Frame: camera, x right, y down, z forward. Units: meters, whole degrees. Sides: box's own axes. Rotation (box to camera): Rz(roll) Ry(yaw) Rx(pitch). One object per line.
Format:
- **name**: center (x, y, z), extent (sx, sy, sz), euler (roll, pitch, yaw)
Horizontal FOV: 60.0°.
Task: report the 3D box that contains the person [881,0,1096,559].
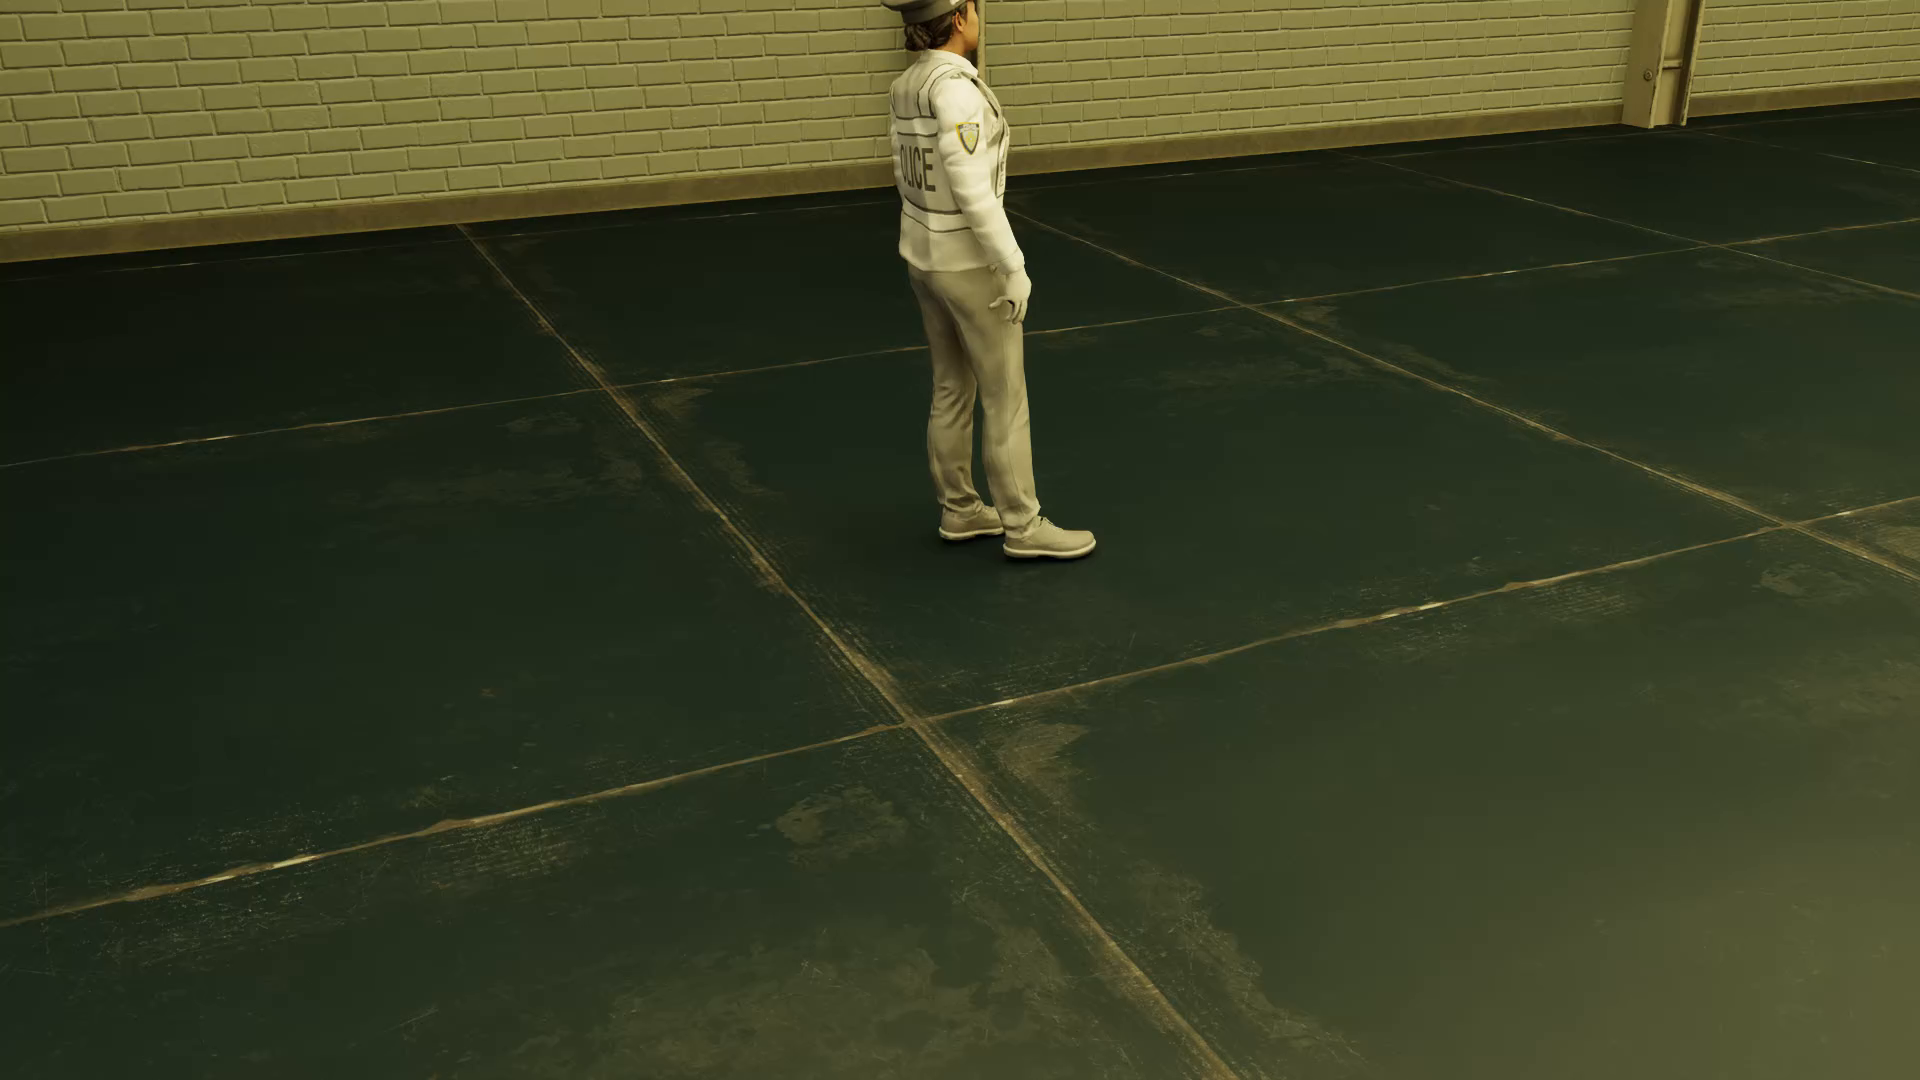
- **person**: center (0.065, -0.798, 4.800), extent (0.531, 1.695, 0.588), euler (-10, 25, -23)
